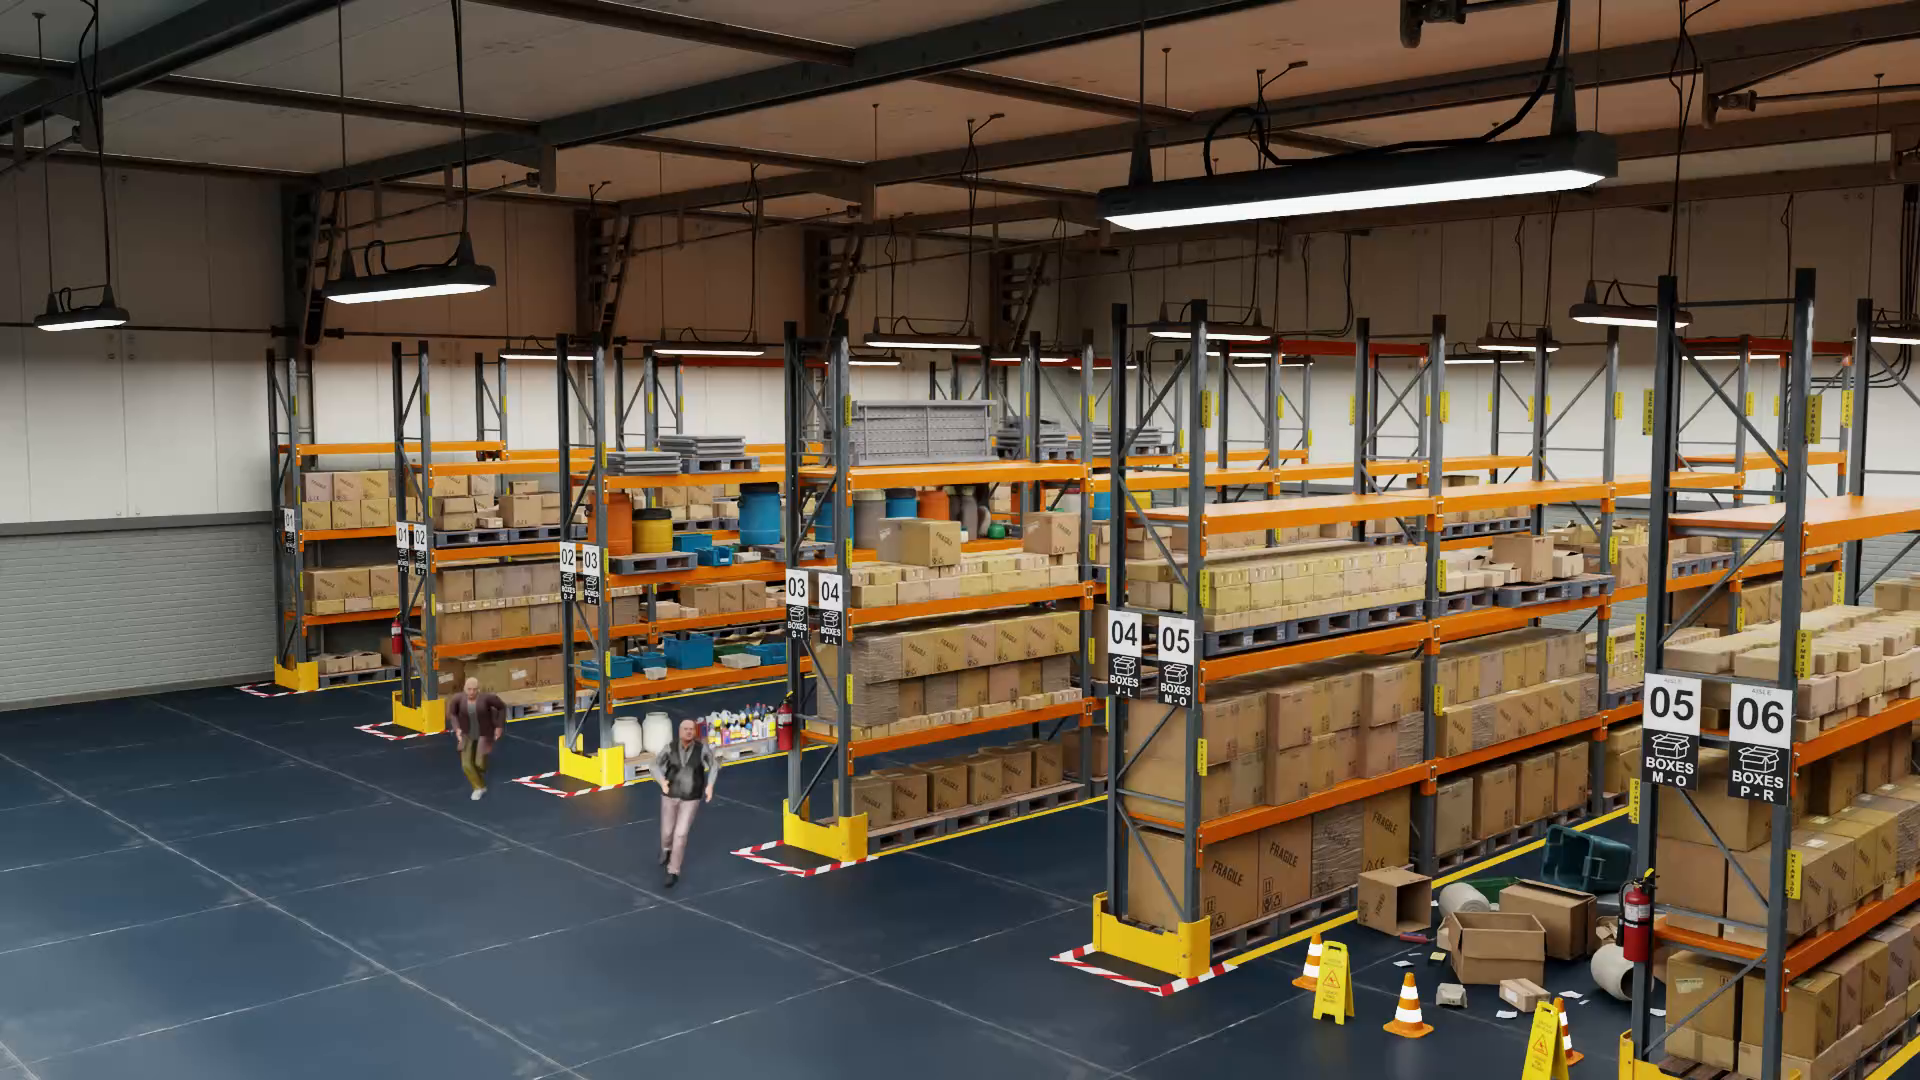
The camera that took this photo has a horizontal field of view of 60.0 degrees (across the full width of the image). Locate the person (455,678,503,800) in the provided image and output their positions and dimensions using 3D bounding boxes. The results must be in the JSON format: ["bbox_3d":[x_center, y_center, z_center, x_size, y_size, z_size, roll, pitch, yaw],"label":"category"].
[{"bbox_3d":[-6.189,2.523,21.438,0.678,1.601,0.918,0,5,-5],"label":"person"}]

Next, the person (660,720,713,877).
[{"bbox_3d":[-2.940,2.736,17.885,0.616,1.633,0.774,-1,5,-6],"label":"person"}]
